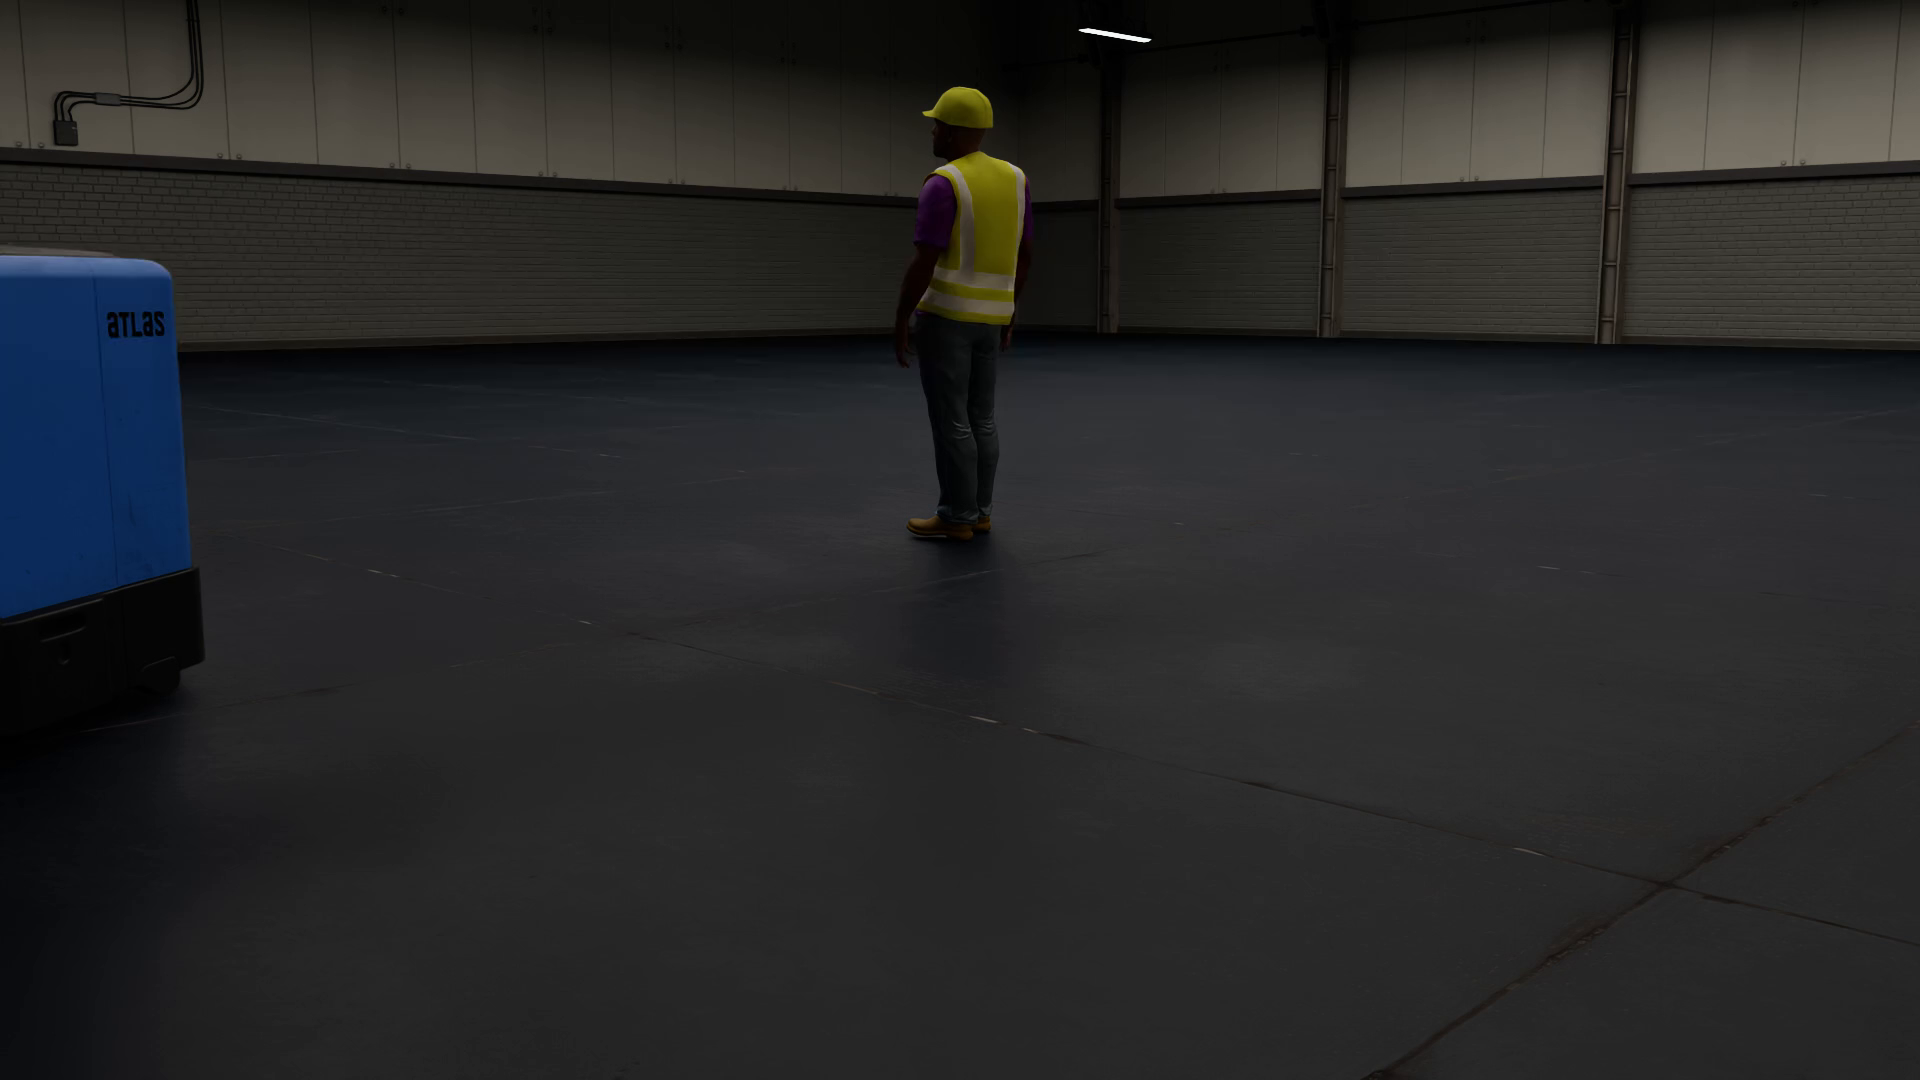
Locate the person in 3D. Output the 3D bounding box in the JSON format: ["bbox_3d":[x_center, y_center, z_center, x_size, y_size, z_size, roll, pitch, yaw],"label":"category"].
[{"bbox_3d":[-0.045,-0.888,6.637,0.577,1.765,0.665,8,12,43],"label":"person"}]

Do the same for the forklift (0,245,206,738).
[{"bbox_3d":[-2.647,-0.873,2.668,1.130,2.935,3.031,1,9,9],"label":"forklift"}]
